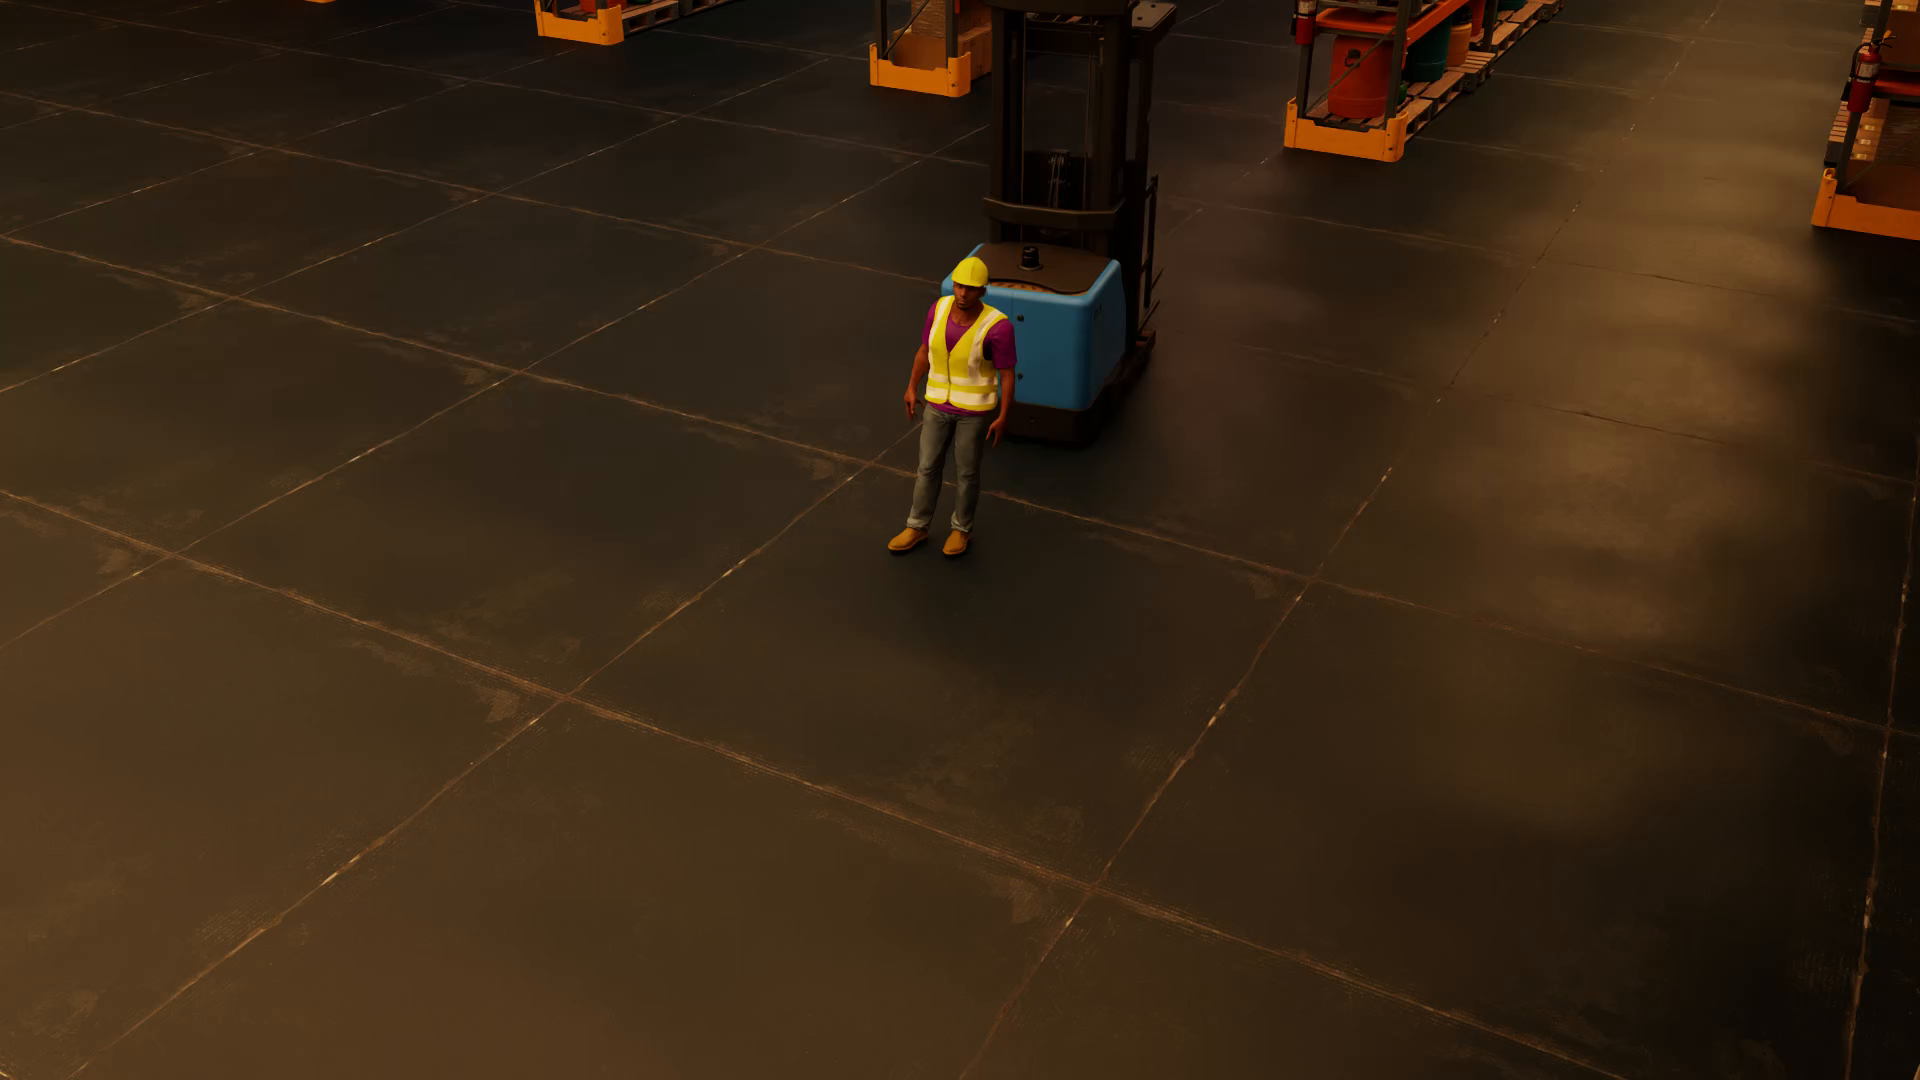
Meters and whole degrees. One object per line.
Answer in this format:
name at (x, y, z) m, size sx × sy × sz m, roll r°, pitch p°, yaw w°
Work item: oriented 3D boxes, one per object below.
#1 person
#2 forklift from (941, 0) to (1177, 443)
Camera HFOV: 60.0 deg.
person at (-0.039, -0.742, 9.507) m, size 0.665 × 1.768 × 0.575 m, roll 15°, pitch 33°, yaw 25°
forklift at (0.825, -2.629, 11.626) m, size 1.130 × 2.935 × 3.031 m, roll 10°, pitch 31°, yaw 16°
